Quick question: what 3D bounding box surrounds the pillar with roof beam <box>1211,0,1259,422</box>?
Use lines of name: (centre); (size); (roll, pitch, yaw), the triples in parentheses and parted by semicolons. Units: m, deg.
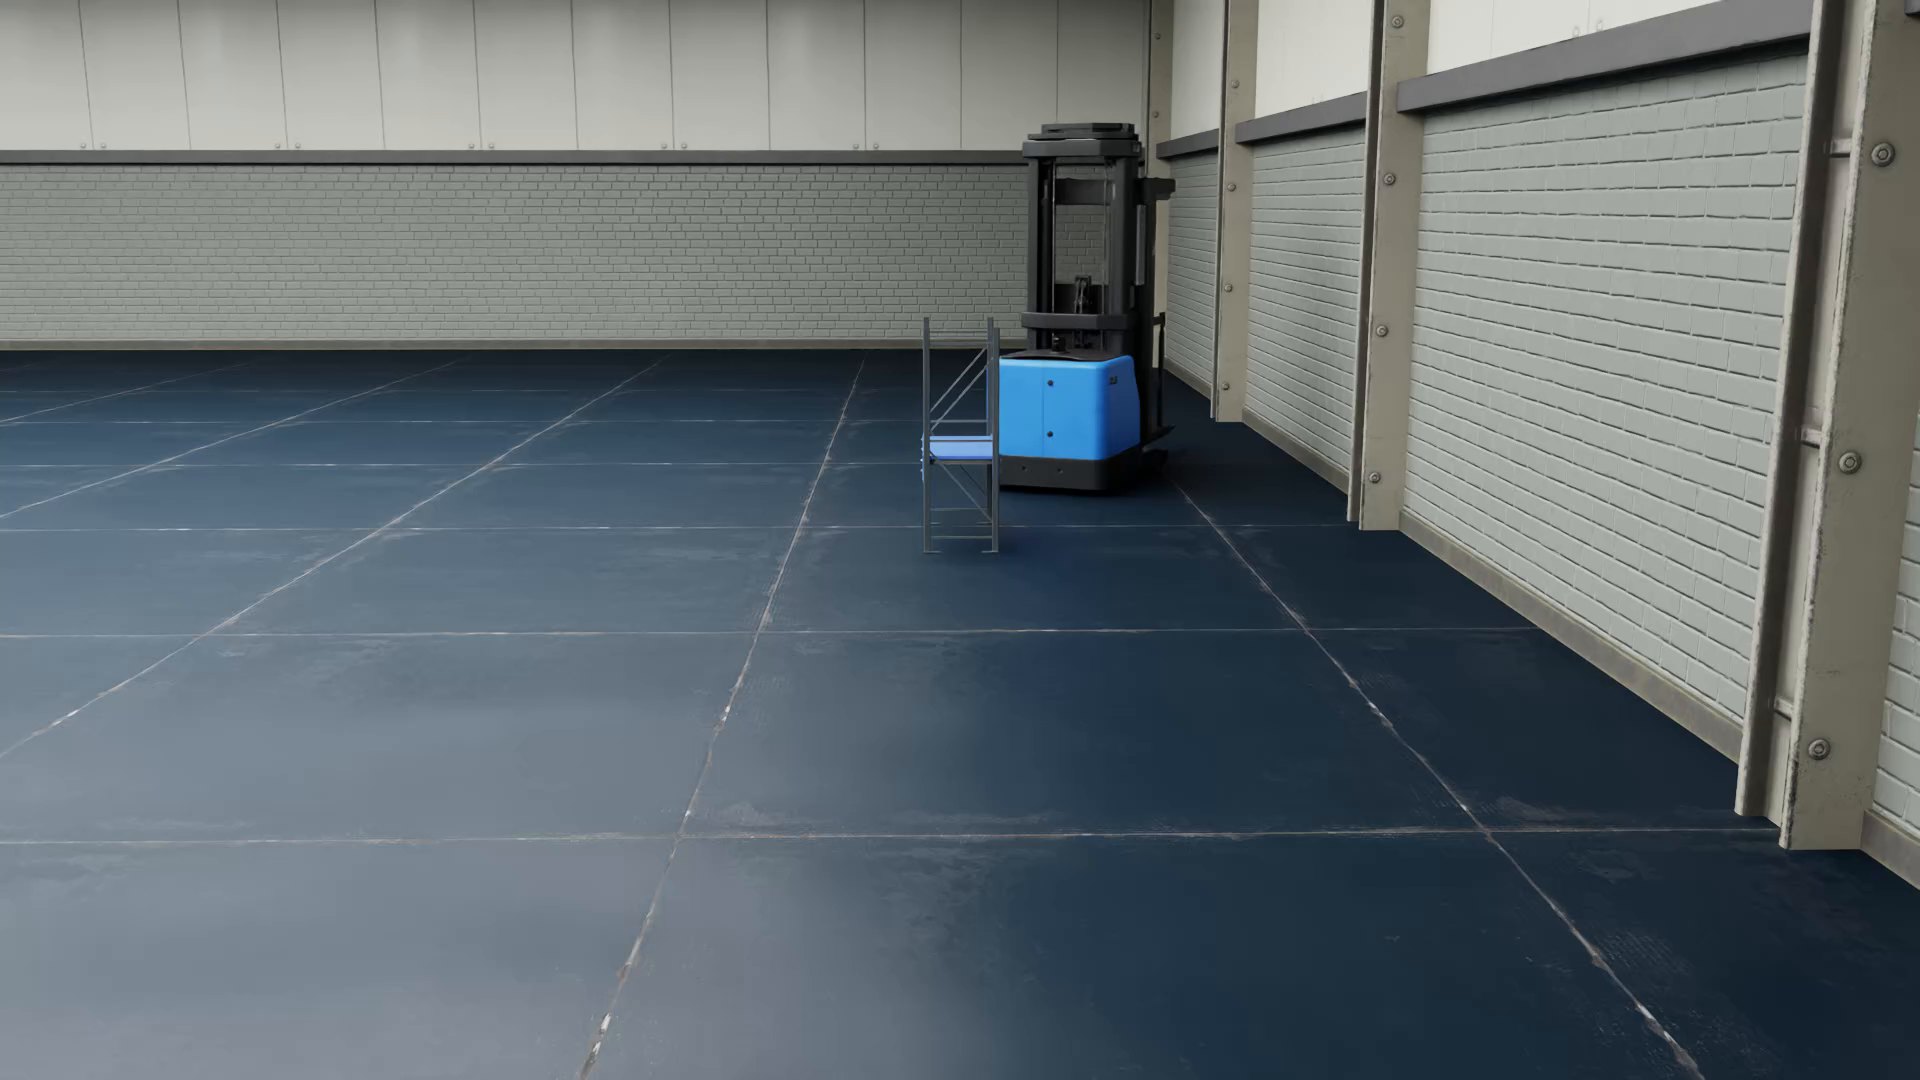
pillar with roof beam: (-1.409, -5.696, 17.001); (9.100, 9.000, 0.400); (0, 11, -1)

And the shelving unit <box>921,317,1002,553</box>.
shelving unit: (-0.002, -0.752, 11.494); (0.538, 1.500, 1.048); (0, 11, -1)

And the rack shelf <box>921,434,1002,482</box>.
rack shelf: (-0.002, -0.576, 11.529); (0.538, 0.185, 1.000); (0, 11, -1)

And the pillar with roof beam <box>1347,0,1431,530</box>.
pillar with roof beam: (-1.285, -4.503, 11.122); (9.100, 9.000, 0.400); (0, 11, -1)

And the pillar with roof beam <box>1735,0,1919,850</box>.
pillar with roof beam: (-1.161, -3.310, 5.243); (9.100, 9.000, 0.400); (0, 11, -1)

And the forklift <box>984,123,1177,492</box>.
forklift: (1.205, -2.070, 14.389); (1.130, 2.935, 3.031); (4, 12, 21)

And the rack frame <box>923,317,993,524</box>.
rack frame: (-0.012, -0.853, 11.992); (0.500, 1.500, 0.032); (0, 11, -1)

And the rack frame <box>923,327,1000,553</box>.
rack frame: (0.009, -0.651, 10.995); (0.500, 1.500, 0.032); (0, 11, -1)

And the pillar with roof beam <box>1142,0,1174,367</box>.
pillar with roof beam: (-1.533, -6.888, 22.880); (9.100, 9.000, 0.400); (0, 11, -1)
